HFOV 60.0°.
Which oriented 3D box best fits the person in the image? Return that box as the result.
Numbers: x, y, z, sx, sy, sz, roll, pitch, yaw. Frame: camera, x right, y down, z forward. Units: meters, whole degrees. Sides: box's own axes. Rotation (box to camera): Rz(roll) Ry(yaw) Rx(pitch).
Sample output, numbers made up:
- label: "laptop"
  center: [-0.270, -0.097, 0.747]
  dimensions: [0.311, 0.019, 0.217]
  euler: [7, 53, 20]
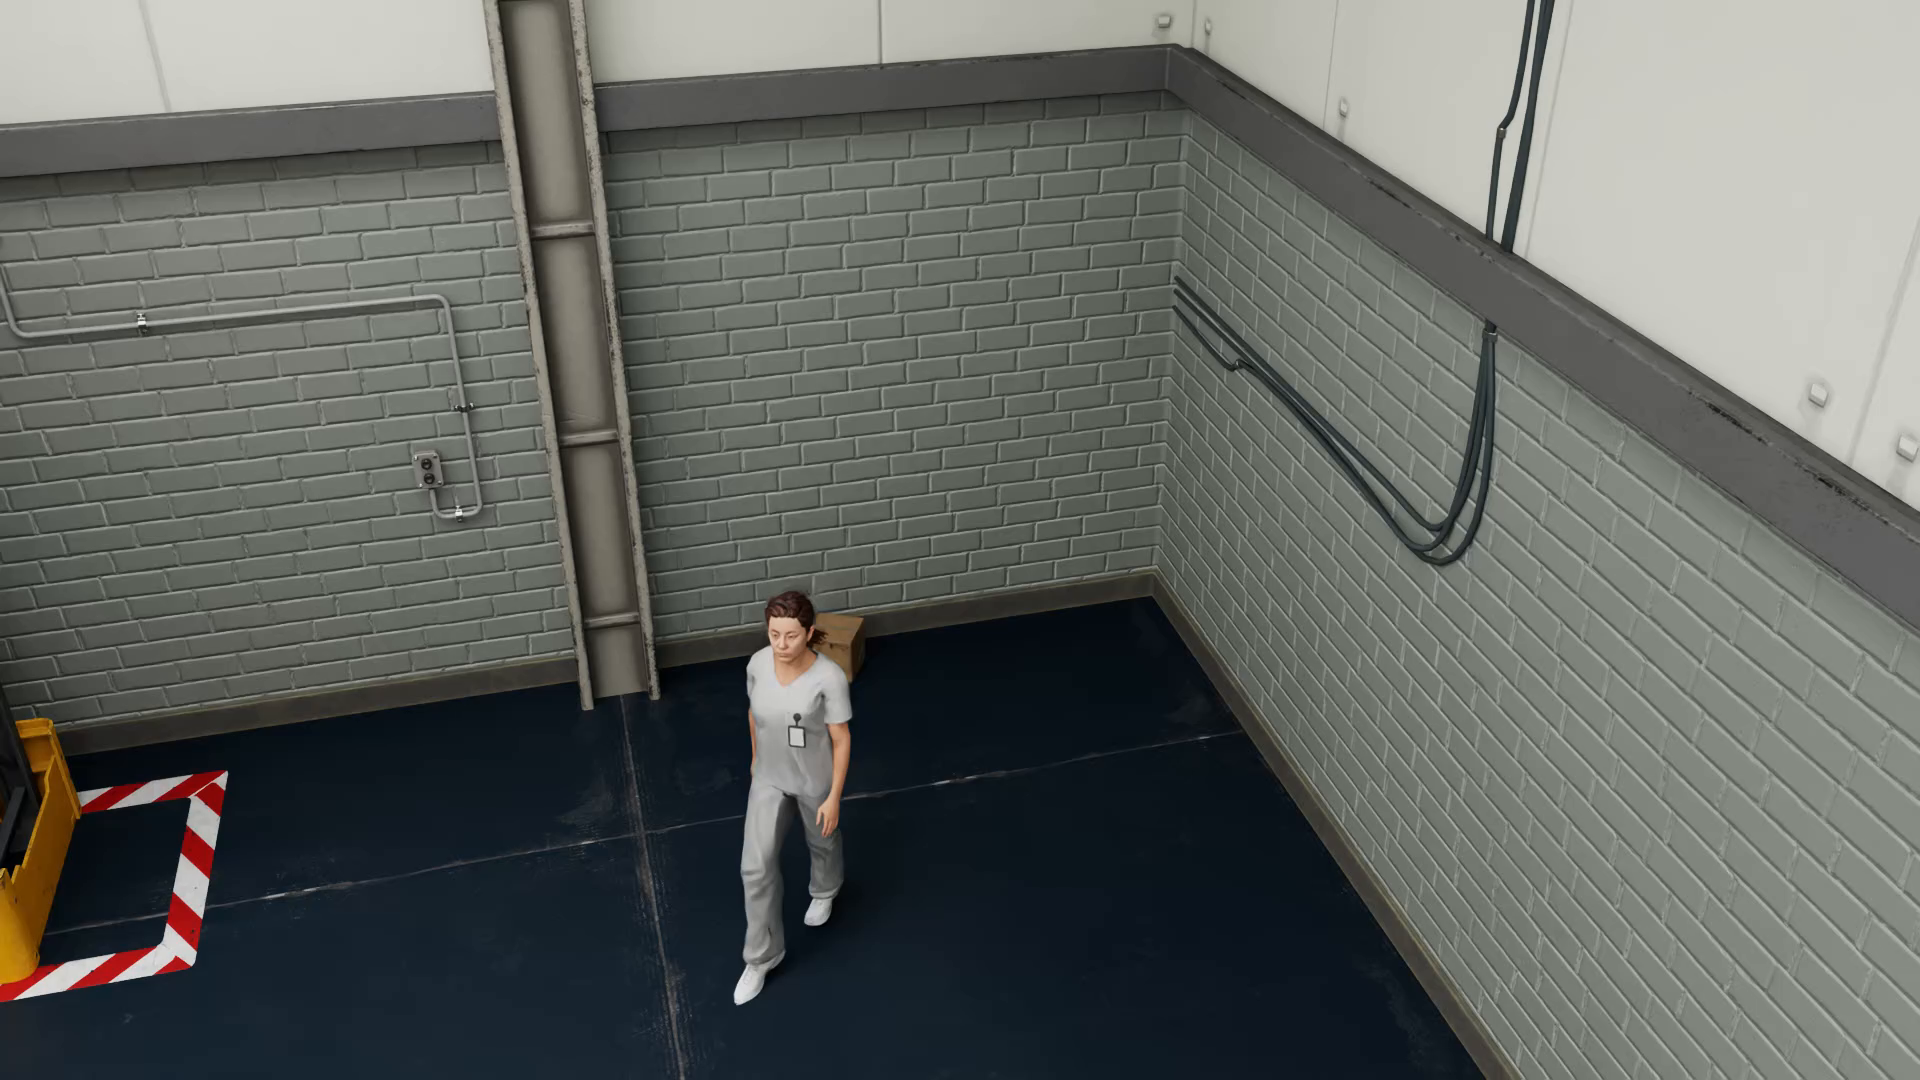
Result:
- label: "person"
  center: [-0.657, 0.994, 6.556]
  dimensions: [0.478, 1.698, 0.749]
  euler: [8, 31, 13]
